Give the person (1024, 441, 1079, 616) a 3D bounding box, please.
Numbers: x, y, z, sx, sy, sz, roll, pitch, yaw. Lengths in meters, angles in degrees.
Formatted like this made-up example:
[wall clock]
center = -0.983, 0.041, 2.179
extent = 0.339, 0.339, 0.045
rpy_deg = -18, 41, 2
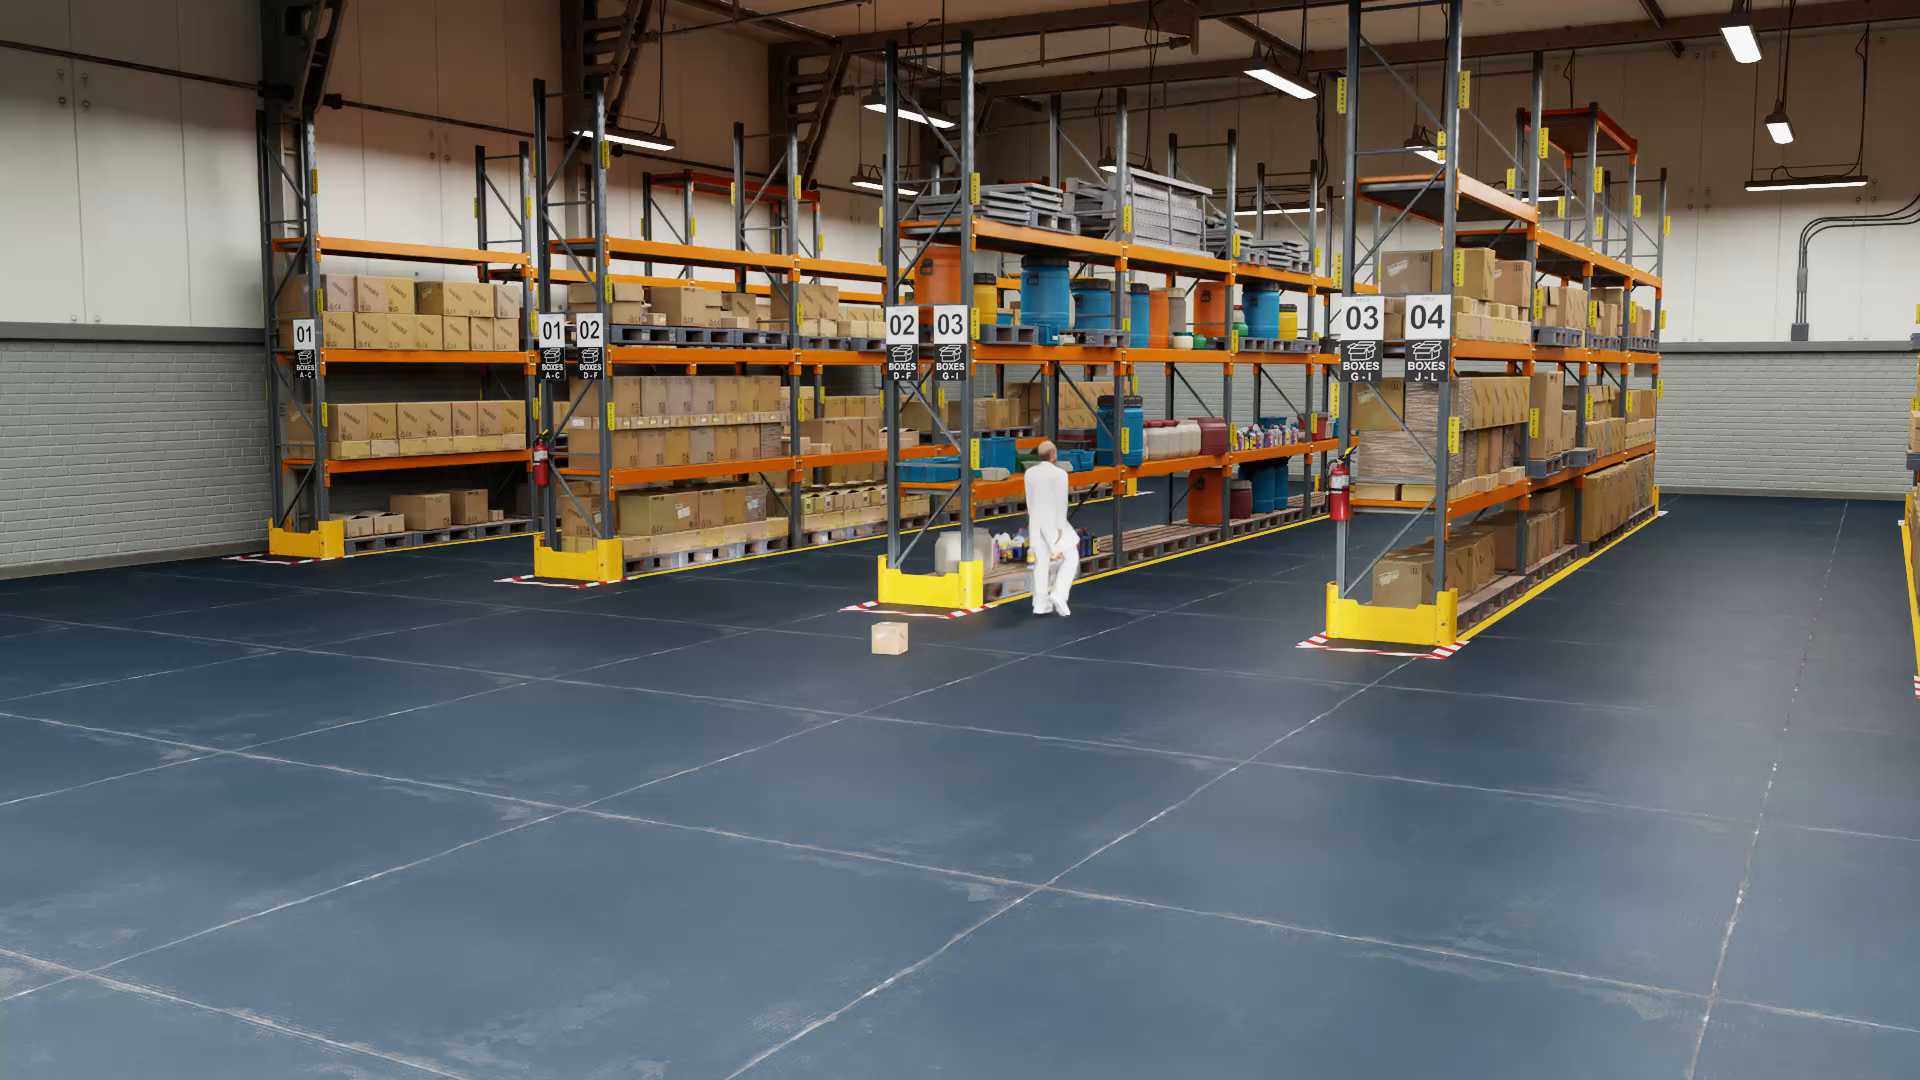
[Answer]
[person]
center = 0.924, -0.106, 17.108
extent = 0.565, 1.827, 0.529
rpy_deg = 4, 7, 35
